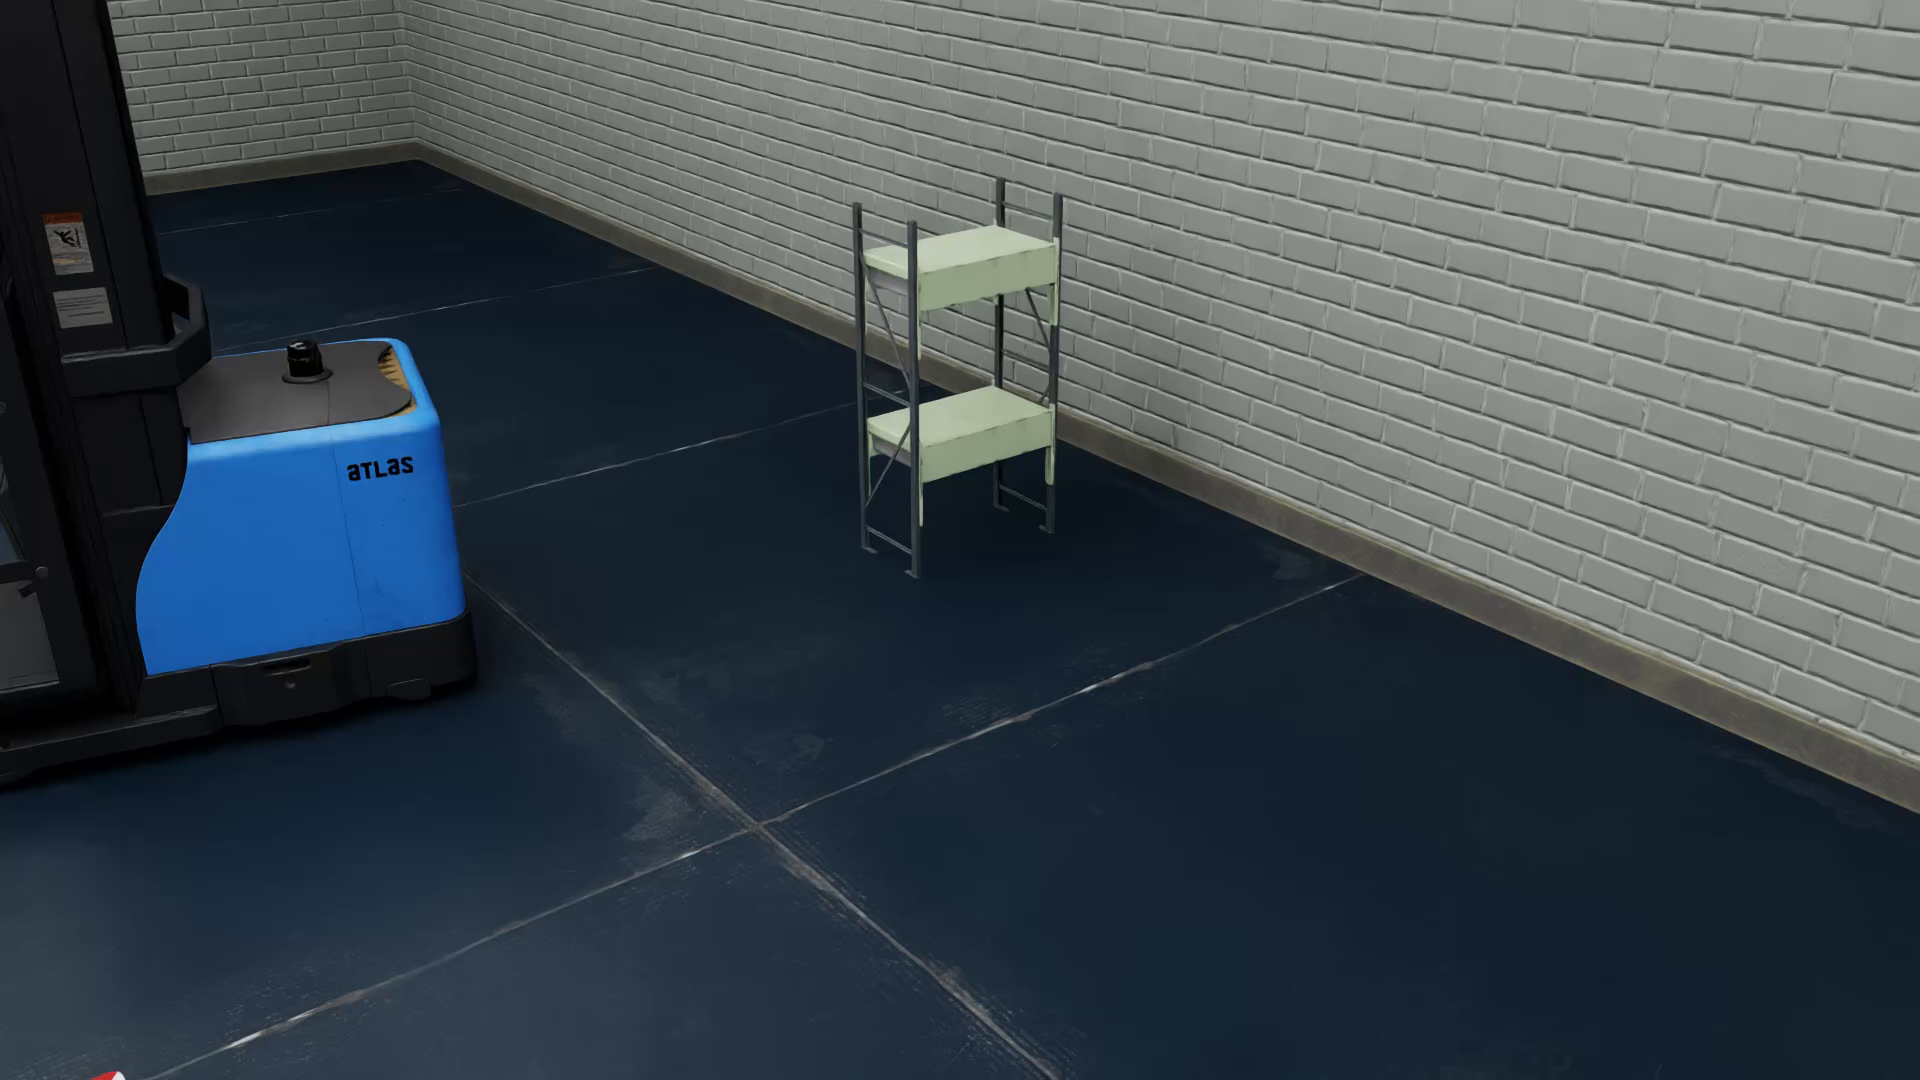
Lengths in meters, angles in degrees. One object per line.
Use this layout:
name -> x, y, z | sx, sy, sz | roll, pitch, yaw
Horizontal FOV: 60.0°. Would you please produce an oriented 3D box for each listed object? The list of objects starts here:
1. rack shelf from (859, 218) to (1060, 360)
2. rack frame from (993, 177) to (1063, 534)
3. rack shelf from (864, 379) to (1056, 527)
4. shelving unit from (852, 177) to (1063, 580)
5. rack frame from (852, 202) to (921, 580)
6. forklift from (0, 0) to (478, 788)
rack shelf -> -0.005, -1.033, 6.766 | 0.720, 0.370, 0.431 | -18, 31, -34
rack frame -> 0.283, -0.774, 7.135 | 0.023, 1.500, 0.400 | -18, 31, -34
rack shelf -> -0.005, -0.383, 7.068 | 0.720, 0.370, 0.431 | -18, 31, -34
shelving unit -> -0.005, -0.679, 6.931 | 0.755, 1.500, 0.431 | -18, 31, -34
rack frame -> -0.293, -0.583, 6.726 | 0.023, 1.500, 0.400 | -18, 31, -34
forklift -> -3.325, -0.716, 5.310 | 3.031, 2.935, 1.130 | -10, 27, -21
